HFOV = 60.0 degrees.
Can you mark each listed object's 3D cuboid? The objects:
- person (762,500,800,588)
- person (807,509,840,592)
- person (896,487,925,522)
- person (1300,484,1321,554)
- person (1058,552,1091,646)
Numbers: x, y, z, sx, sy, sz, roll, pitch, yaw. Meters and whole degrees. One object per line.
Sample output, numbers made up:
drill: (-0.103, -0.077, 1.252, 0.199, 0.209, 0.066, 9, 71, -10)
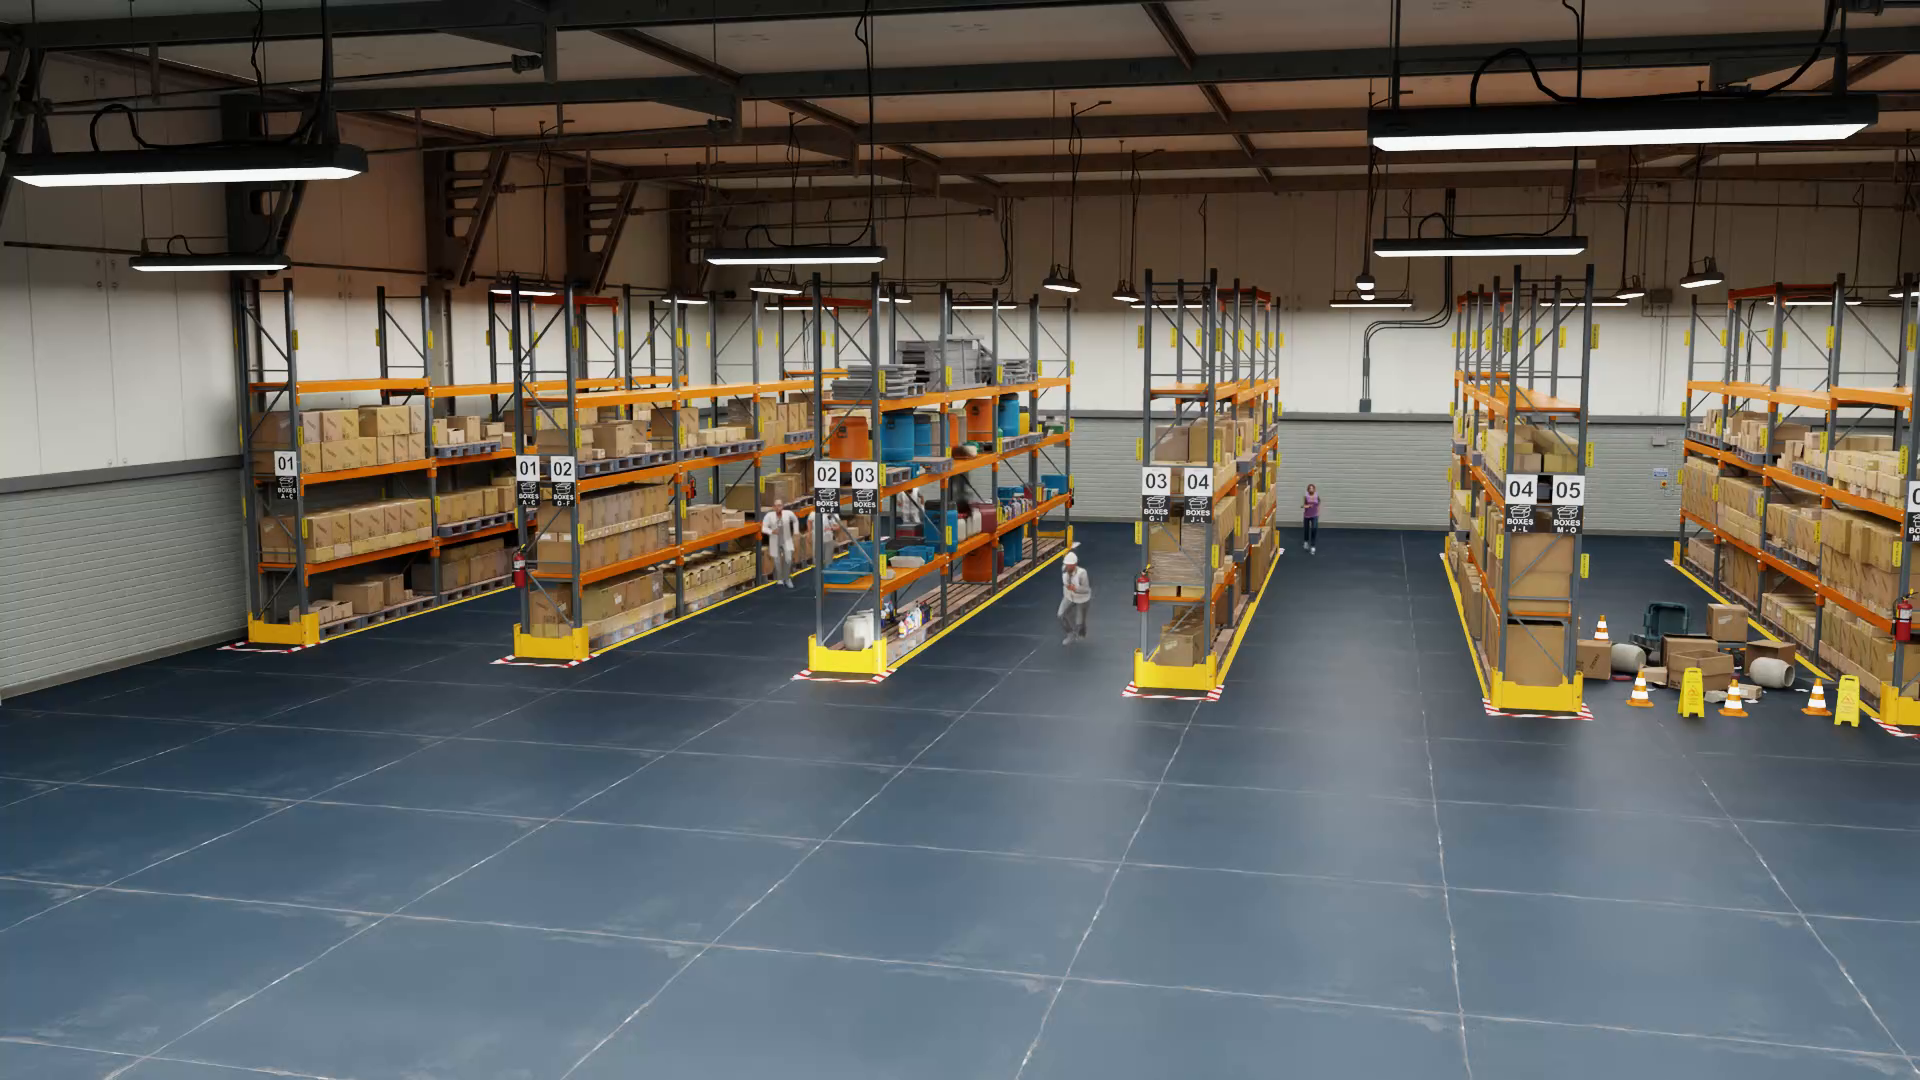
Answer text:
person: (-3.426, 0.081, 31.835, 0.719, 1.710, 0.974, -1, 7, -6)
person: (-2.615, 0.070, 31.684, 0.646, 1.883, 0.698, 0, 7, 0)
person: (-1.199, -0.680, 40.479, 0.712, 1.670, 0.870, 0, 7, -2)
person: (8.296, -0.527, 39.373, 0.527, 1.626, 0.825, 1, 7, 4)
person: (1.889, 0.938, 26.784, 0.615, 1.550, 1.104, 4, 8, 27)
